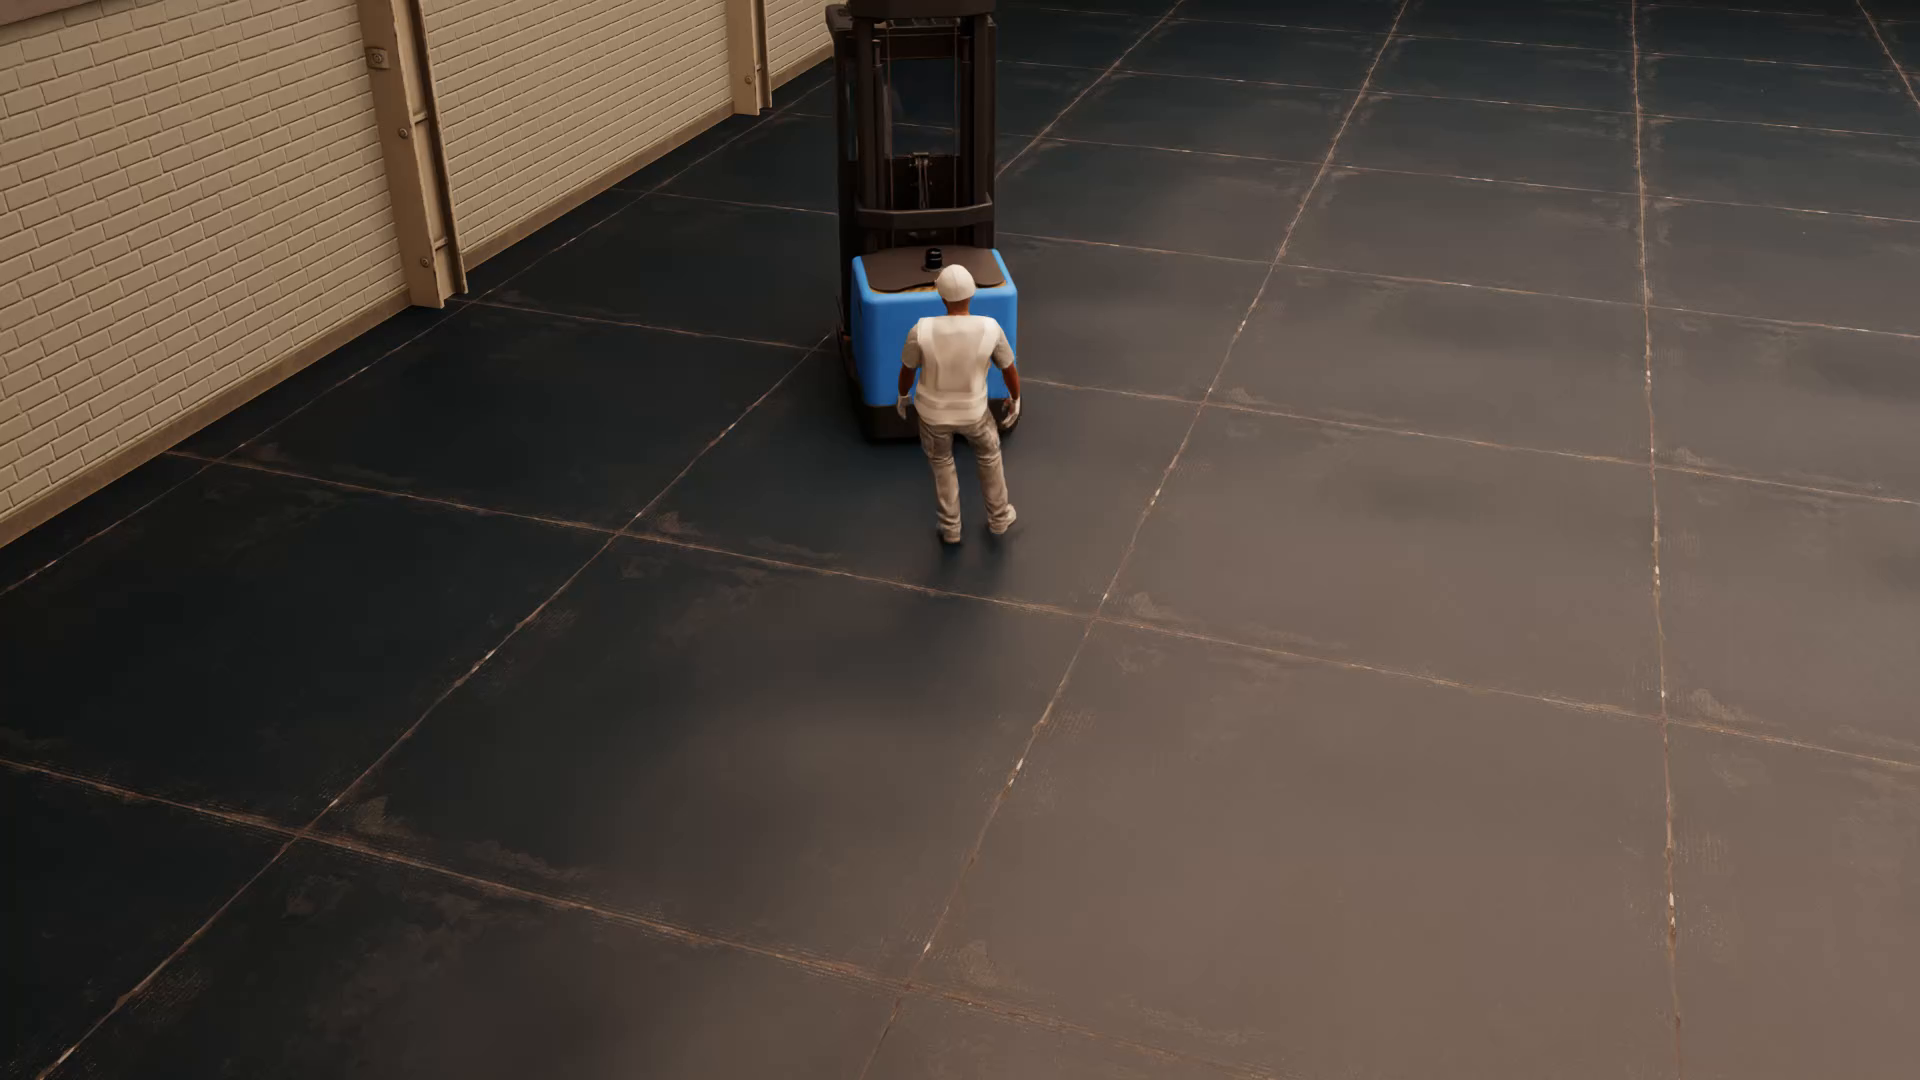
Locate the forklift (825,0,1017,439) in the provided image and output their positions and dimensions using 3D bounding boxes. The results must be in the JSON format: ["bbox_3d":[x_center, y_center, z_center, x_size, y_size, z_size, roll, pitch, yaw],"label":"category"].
[{"bbox_3d":[-0.339,-2.660,11.803,1.130,2.935,3.031,-4,30,-7],"label":"forklift"}]

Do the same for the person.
[{"bbox_3d":[-0.005,-0.803,9.753,0.734,1.761,0.508,-2,30,-3],"label":"person"}]
